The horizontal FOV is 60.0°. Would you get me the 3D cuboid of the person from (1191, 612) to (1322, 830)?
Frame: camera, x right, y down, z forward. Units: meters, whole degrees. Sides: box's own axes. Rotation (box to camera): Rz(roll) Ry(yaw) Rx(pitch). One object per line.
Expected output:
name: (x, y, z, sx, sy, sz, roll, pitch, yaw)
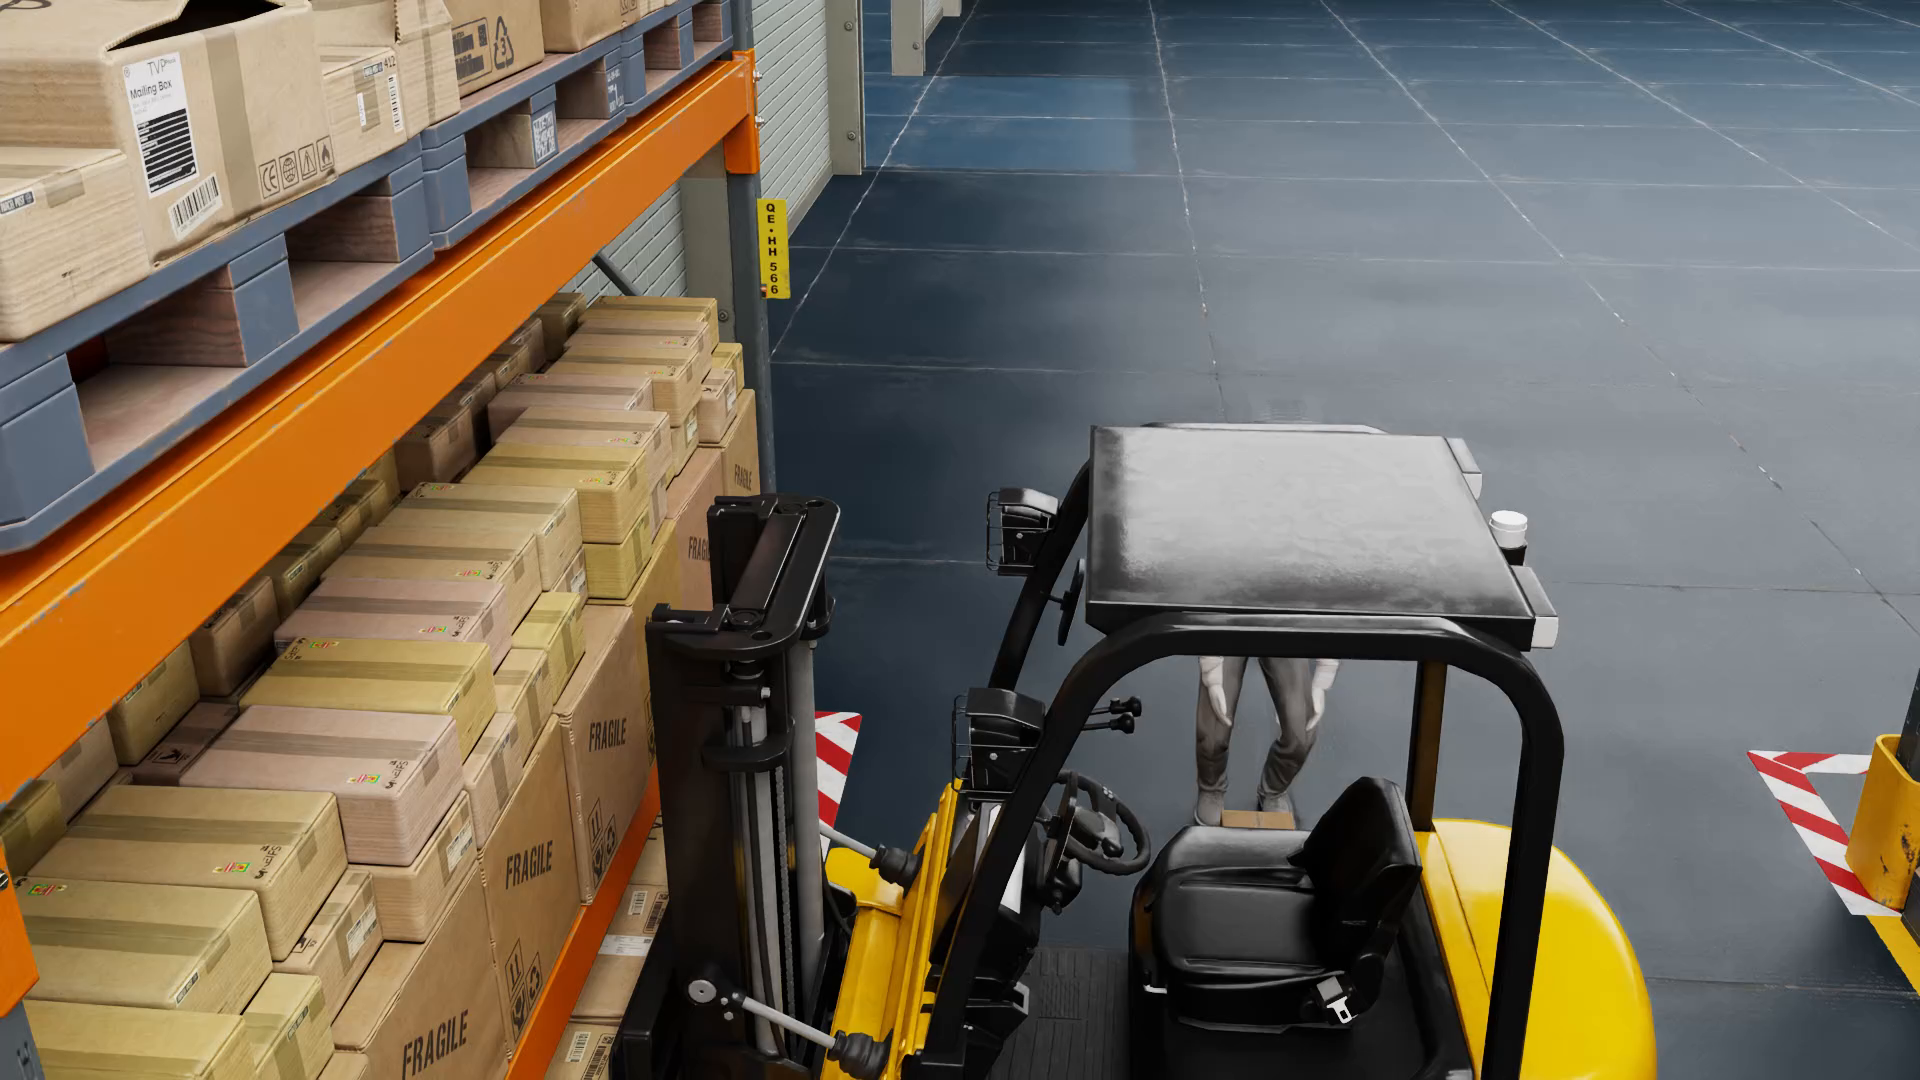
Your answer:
person: (1.067, 0.705, 6.000, 0.461, 0.889, 0.878, 1, 25, 2)
